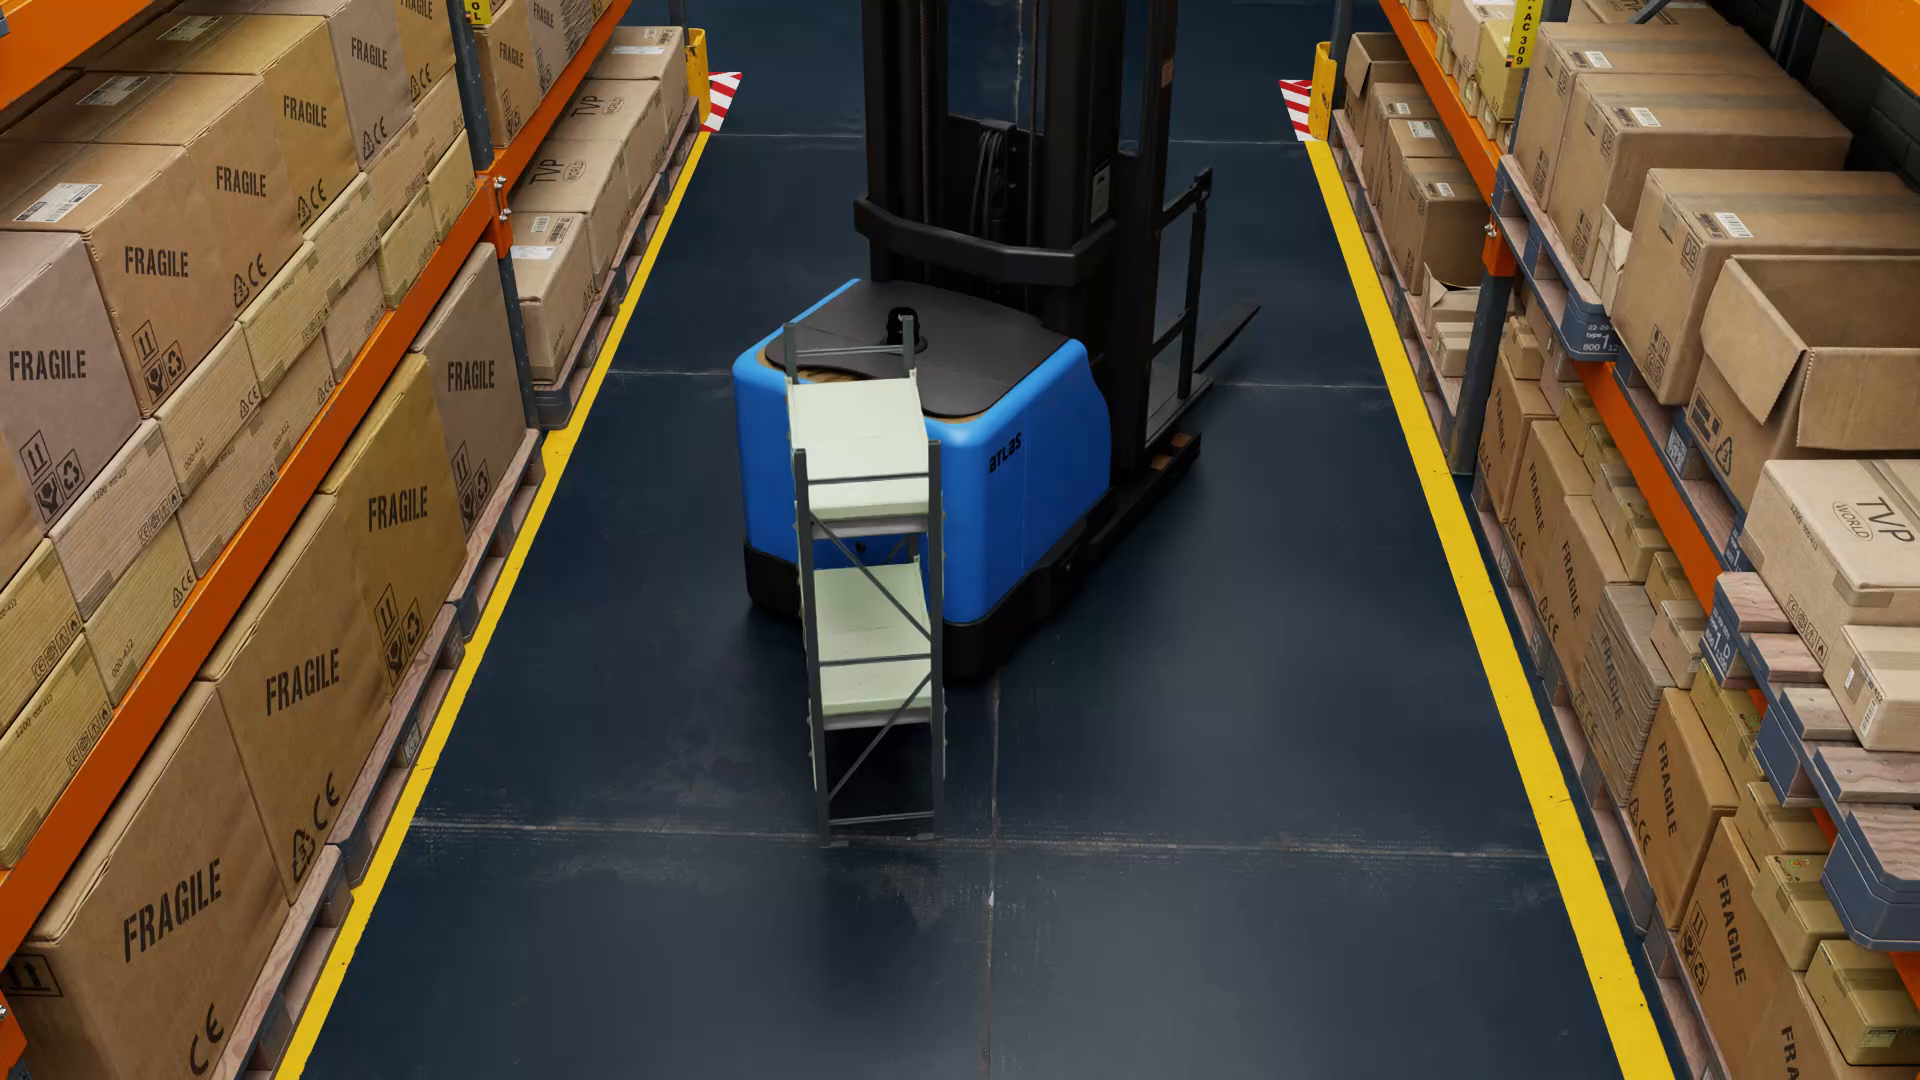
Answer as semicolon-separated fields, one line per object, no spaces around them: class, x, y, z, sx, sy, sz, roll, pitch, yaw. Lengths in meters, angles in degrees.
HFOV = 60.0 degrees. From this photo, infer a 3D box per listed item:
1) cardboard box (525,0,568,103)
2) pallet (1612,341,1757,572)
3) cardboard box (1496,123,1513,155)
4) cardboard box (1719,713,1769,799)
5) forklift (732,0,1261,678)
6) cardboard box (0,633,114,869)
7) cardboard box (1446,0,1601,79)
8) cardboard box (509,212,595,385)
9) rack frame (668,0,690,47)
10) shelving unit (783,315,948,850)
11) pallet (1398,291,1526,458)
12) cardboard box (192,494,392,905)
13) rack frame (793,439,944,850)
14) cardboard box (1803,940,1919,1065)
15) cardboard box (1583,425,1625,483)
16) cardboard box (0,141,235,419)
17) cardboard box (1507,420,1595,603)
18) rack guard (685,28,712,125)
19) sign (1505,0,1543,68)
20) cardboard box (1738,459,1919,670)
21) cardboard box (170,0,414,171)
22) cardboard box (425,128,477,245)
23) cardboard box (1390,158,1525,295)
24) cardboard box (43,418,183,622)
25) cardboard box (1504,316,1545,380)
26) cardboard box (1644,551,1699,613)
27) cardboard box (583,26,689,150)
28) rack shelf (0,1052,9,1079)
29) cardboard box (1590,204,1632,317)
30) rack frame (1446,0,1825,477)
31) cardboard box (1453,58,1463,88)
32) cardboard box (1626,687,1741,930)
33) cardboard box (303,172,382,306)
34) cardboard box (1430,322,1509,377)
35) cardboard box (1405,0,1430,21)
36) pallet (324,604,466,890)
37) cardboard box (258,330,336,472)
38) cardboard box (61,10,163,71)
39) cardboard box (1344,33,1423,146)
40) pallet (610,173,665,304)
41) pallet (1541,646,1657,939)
cardboard box;-2.043;-2.230;7.227;0.500;0.500;0.500;2;35;2
pallet;2.525;-0.264;4.685;1.003;0.211;1.213;1;35;2
cardboard box;2.373;-1.610;6.651;0.380;0.149;0.250;2;35;3
cardboard box;2.309;0.612;4.515;0.380;0.149;0.250;2;35;3
forklift;0.381;-1.525;6.370;1.130;2.935;3.031;19;39;25
cardboard box;-2.237;0.448;3.634;0.500;0.250;0.500;1;35;1
cardboard box;2.394;-2.170;7.101;0.500;0.250;0.500;1;35;2
cardboard box;-2.215;-1.118;7.595;0.875;0.438;0.875;1;35;1
rack frame;-2.187;-3.934;9.739;1.000;3.000;0.127;1;35;2
shelving unit;-0.296;0.150;5.231;0.431;1.500;0.755;-4;35;-6
pallet;2.641;-0.777;7.673;1.003;0.211;1.213;1;35;2
cardboard box;-2.357;0.452;4.981;0.875;0.875;0.875;2;35;2
rack frame;-0.251;0.359;4.934;0.400;1.500;0.023;-4;35;-6
cardboard box;2.218;1.070;3.863;0.380;0.149;0.250;0;35;0
cardboard box;2.402;-0.272;5.773;0.380;0.149;0.250;1;35;1
cardboard box;-2.198;-0.648;4.107;0.500;0.500;0.500;2;35;3
cardboard box;2.356;-0.094;6.084;0.500;0.500;0.500;1;35;1
rack guard;-2.186;-2.925;10.478;1.175;0.500;0.348;1;35;2
sign;2.070;-1.886;6.072;0.100;0.325;0.005;1;35;2
cardboard box;2.171;0.050;3.835;0.500;0.250;0.500;0;35;0
cardboard box;-2.128;-1.526;5.356;0.500;0.500;0.500;2;35;3
cardboard box;-2.114;-1.311;6.138;0.500;0.250;0.500;1;35;1
cardboard box;2.539;-1.535;8.134;0.700;0.500;0.500;0;35;0
cardboard box;-2.219;-0.064;3.927;0.500;0.250;0.500;2;35;3
cardboard box;2.332;-0.738;6.436;0.380;0.149;0.250;3;35;4
cardboard box;2.360;0.169;5.145;0.380;0.149;0.250;1;35;2
cardboard box;-2.113;-2.676;9.813;0.875;0.438;0.875;0;35;0
rack shelf;-2.589;2.105;1.771;1.077;0.370;4.000;1;35;2
cardboard box;2.173;-0.851;5.104;0.396;0.266;0.258;3;35;4
rack frame;2.612;-1.524;6.309;1.000;3.000;0.127;1;35;2
cardboard box;2.385;-2.060;7.291;0.380;0.149;0.250;2;35;3
cardboard box;2.303;0.789;4.827;0.500;0.500;0.500;3;35;4
cardboard box;-2.150;-0.935;5.168;0.500;0.250;0.500;2;35;3
cardboard box;2.341;-0.856;7.473;0.380;0.149;0.250;0;35;0
cardboard box;2.394;-2.646;8.124;0.380;0.149;0.250;2;35;3
pallet;-2.349;0.653;5.638;1.003;0.211;1.213;1;35;2
cardboard box;-2.191;-0.432;4.887;0.500;0.250;0.500;1;35;2
cardboard box;-2.668;-1.259;4.976;0.500;0.500;0.500;1;35;1
cardboard box;2.654;-2.623;9.679;0.797;0.503;0.637;0;35;0
pallet;-2.193;-1.633;8.890;1.003;0.211;1.213;1;35;2
pallet;2.571;0.788;5.445;1.003;0.211;1.213;1;35;2
